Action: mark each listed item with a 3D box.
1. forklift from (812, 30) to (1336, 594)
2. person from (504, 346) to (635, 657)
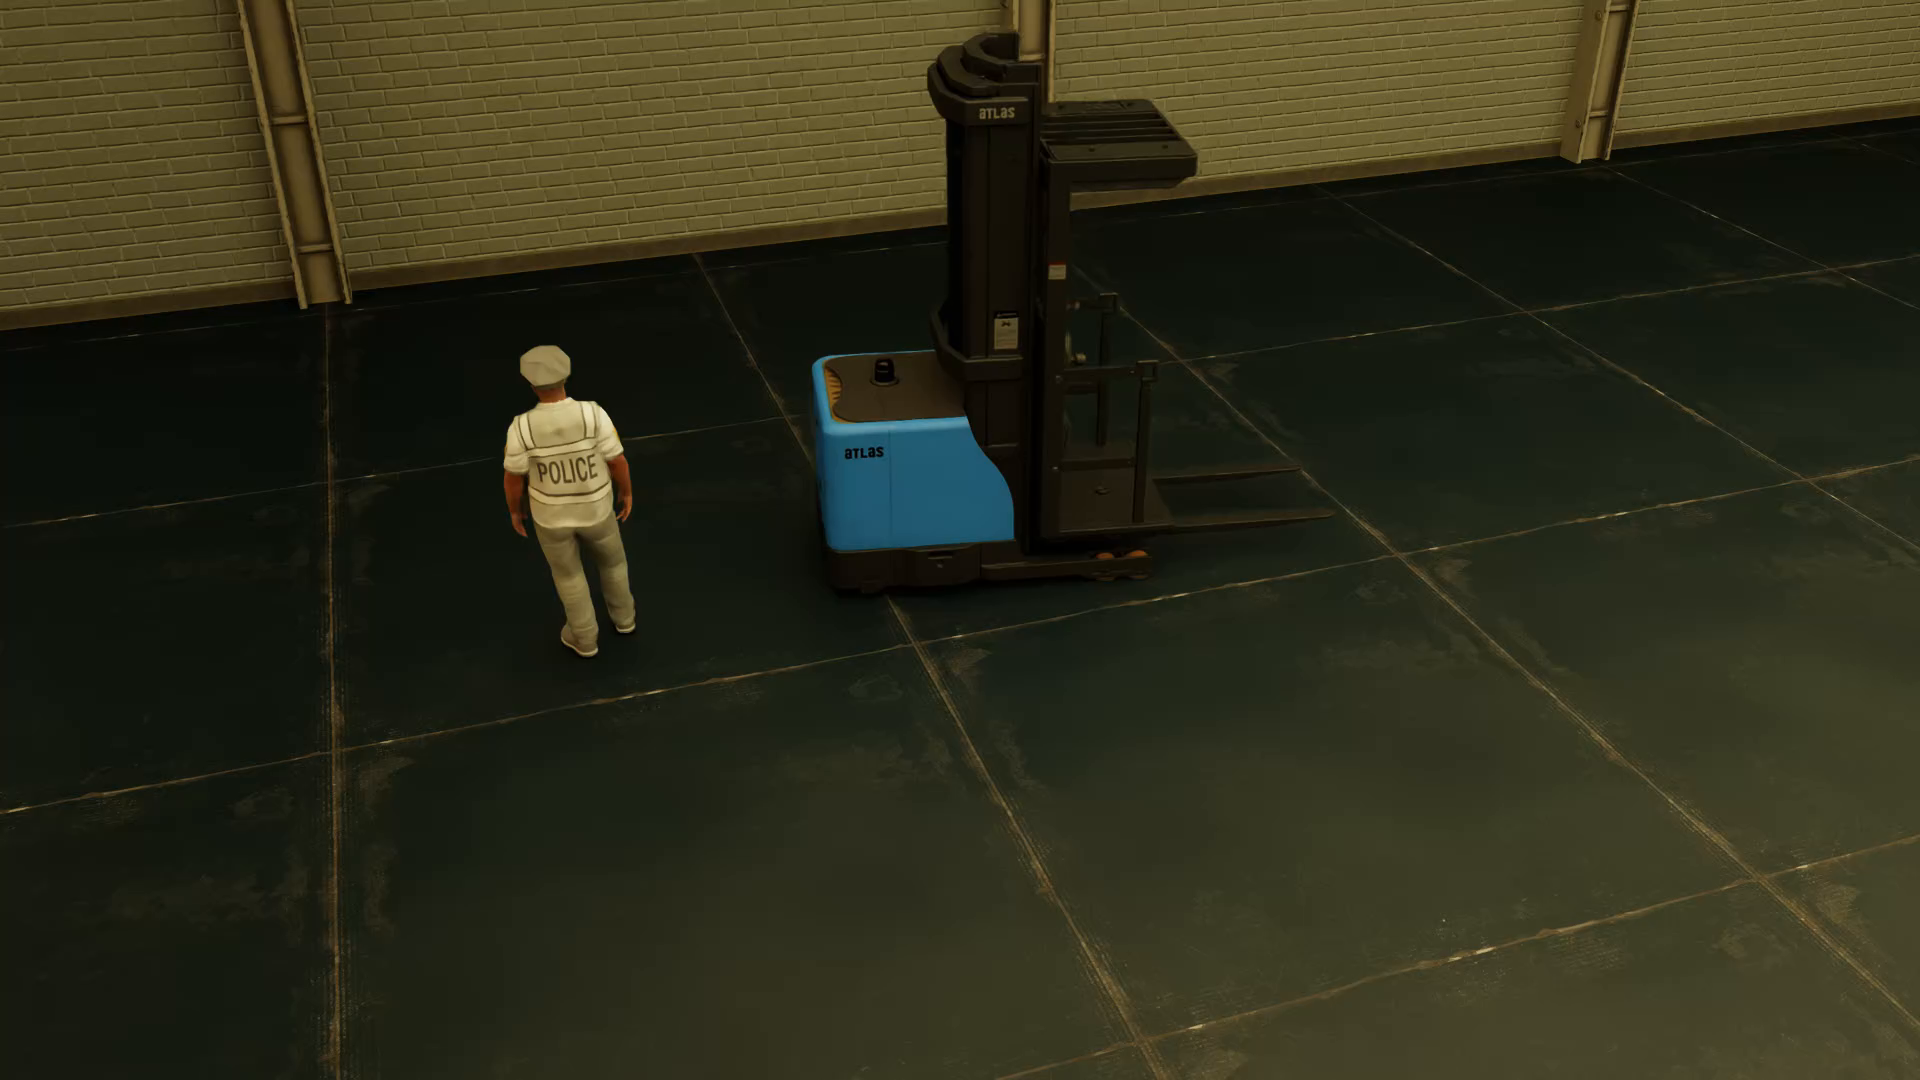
[{"bbox_3d":[0.682,-1.287,9.323,3.031,2.935,1.130,-4,30,-7],"label":"forklift"},{"bbox_3d":[-2.028,-0.226,8.639,0.627,1.779,0.619,-8,31,-13],"label":"person"}]
